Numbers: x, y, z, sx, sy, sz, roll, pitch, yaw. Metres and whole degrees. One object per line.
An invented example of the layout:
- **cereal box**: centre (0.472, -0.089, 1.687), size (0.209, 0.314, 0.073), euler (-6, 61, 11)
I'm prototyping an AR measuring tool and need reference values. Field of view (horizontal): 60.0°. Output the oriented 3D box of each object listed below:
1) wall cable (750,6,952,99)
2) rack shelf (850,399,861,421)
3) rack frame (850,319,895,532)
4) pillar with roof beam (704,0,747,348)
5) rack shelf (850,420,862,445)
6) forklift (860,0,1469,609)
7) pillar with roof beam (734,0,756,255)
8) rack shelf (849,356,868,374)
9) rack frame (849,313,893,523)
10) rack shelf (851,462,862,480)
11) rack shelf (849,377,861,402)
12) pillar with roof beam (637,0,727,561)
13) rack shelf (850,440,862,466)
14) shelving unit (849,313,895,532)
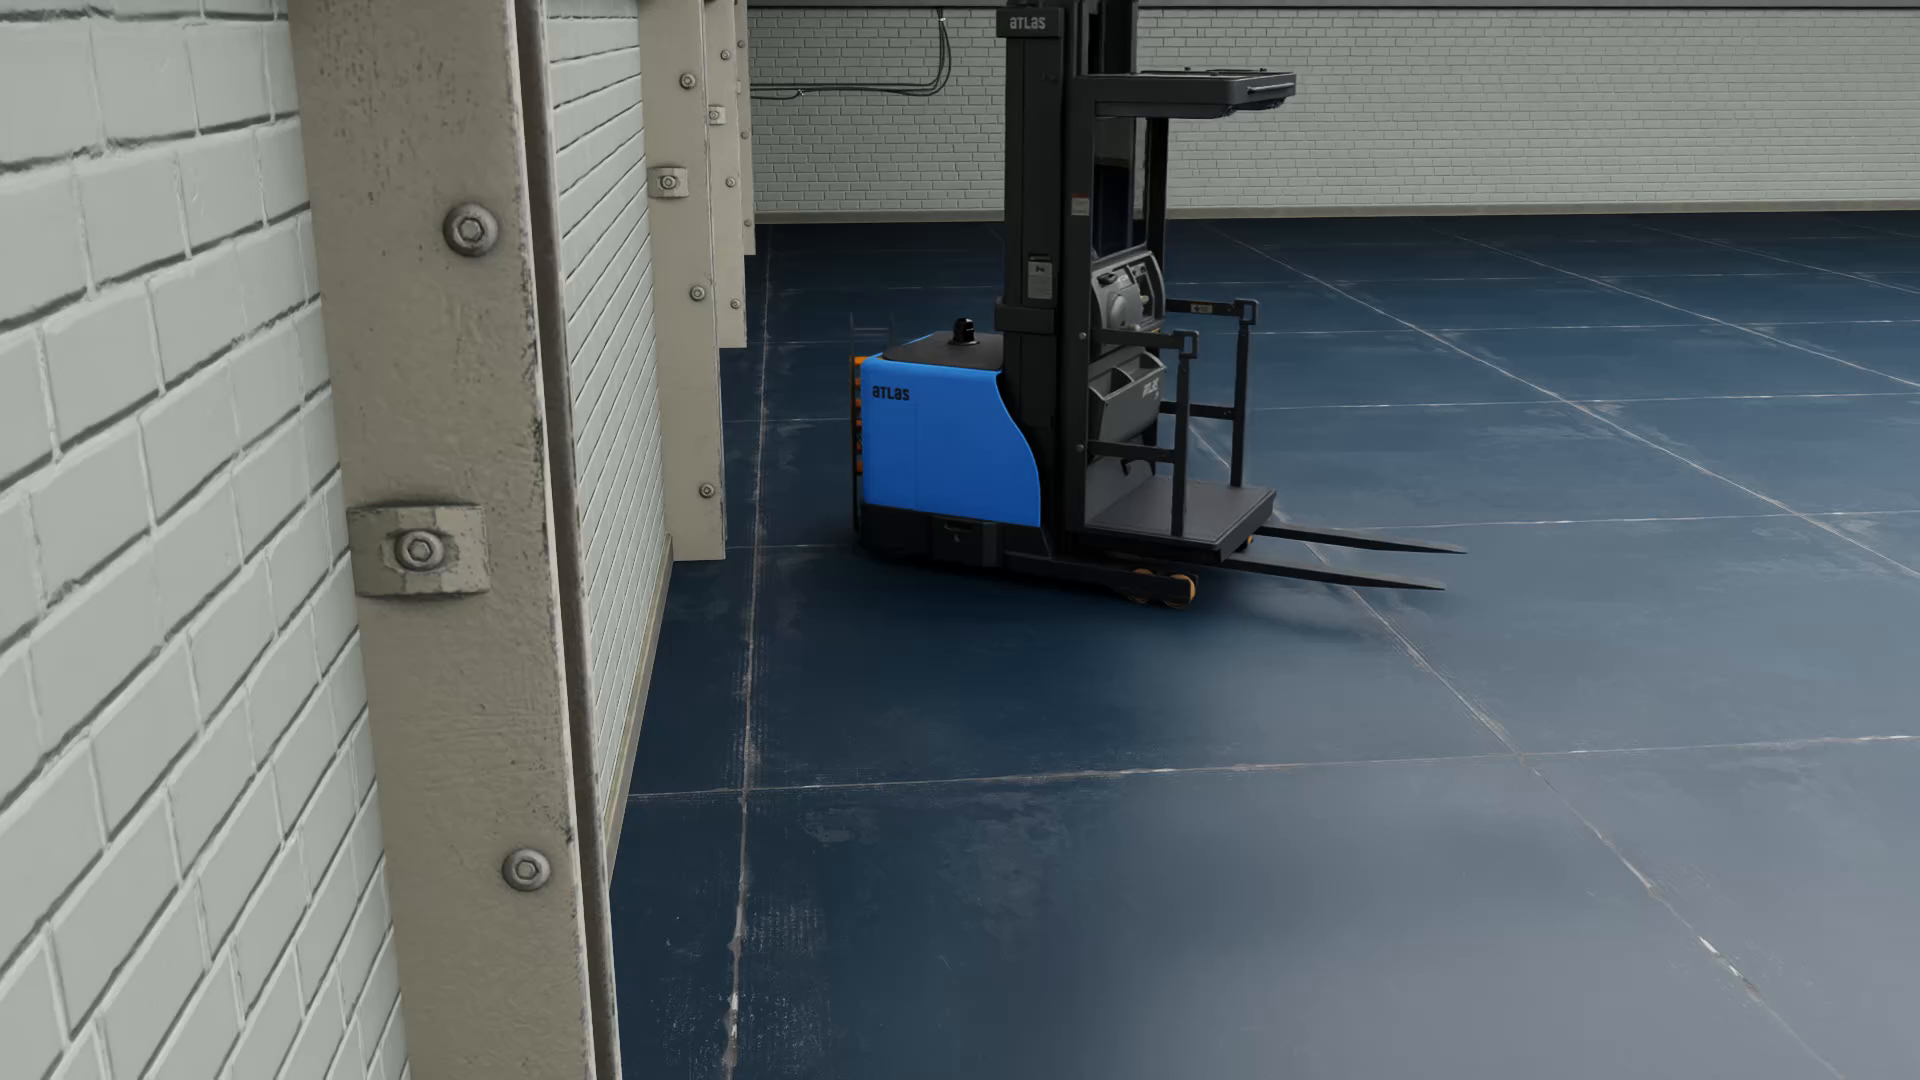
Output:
- **wall cable**: centre (-1.651, -7.258, 22.455), size (3.097, 2.526, 0.112), euler (-2, 18, -6)
- **rack shelf**: centre (-0.480, -0.718, 9.210), size (0.258, 0.103, 0.180), euler (-1, 17, -5)
- **rack frame**: centre (-0.473, -0.619, 9.145), size (0.240, 1.200, 0.006), euler (-1, 17, -5)
- **pillar with roof beam**: centre (2.238, -6.166, 13.793), size (9.100, 9.000, 0.400), euler (-2, 18, -6)
- **rack shelf**: centre (-0.480, -0.604, 9.246), size (0.258, 0.103, 0.180), euler (-1, 17, -5)
- **forklift**: centre (1.027, -1.245, 8.250), size (3.031, 2.935, 1.130), euler (8, 19, 24)
- **pillar with roof beam**: centre (1.619, -7.953, 19.487), size (9.100, 9.000, 0.400), euler (-2, 18, -6)
- **rack shelf**: centre (-0.480, -0.947, 9.138), size (0.258, 0.103, 0.180), euler (-1, 17, -5)
- **rack frame**: centre (-0.488, -0.674, 9.319), size (0.240, 1.200, 0.006), euler (-1, 17, -5)
- **rack shelf**: centre (-0.480, -0.375, 9.317), size (0.258, 0.103, 0.180), euler (-1, 17, -5)
- **rack shelf**: centre (-0.480, -0.833, 9.174), size (0.258, 0.103, 0.180), euler (-1, 17, -5)
- **pillar with roof beam**: centre (2.857, -4.378, 8.099), size (9.100, 9.000, 0.400), euler (-2, 18, -6)
- **rack shelf**: centre (-0.480, -0.489, 9.282), size (0.258, 0.103, 0.180), euler (-1, 17, -5)
- **shelving unit**: centre (-0.480, -0.646, 9.232), size (0.258, 1.200, 0.189), euler (-1, 17, -5)
